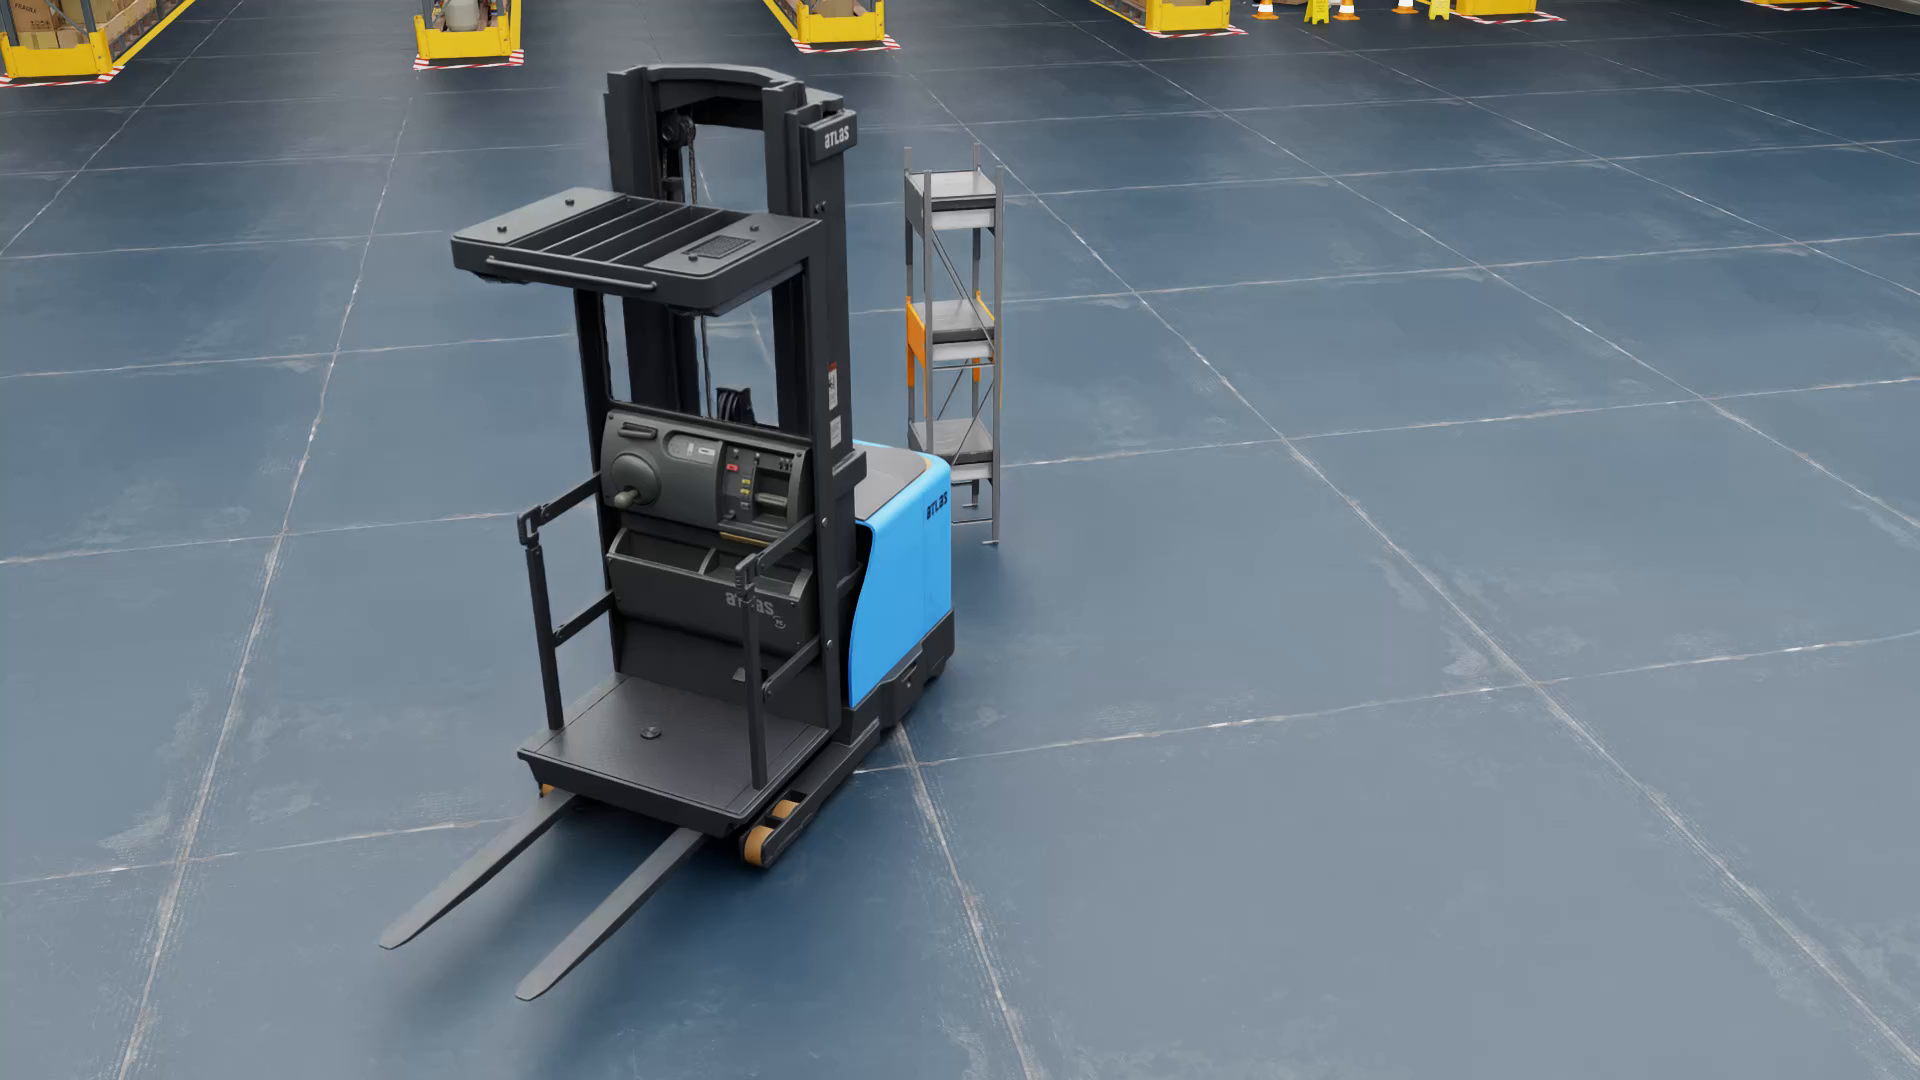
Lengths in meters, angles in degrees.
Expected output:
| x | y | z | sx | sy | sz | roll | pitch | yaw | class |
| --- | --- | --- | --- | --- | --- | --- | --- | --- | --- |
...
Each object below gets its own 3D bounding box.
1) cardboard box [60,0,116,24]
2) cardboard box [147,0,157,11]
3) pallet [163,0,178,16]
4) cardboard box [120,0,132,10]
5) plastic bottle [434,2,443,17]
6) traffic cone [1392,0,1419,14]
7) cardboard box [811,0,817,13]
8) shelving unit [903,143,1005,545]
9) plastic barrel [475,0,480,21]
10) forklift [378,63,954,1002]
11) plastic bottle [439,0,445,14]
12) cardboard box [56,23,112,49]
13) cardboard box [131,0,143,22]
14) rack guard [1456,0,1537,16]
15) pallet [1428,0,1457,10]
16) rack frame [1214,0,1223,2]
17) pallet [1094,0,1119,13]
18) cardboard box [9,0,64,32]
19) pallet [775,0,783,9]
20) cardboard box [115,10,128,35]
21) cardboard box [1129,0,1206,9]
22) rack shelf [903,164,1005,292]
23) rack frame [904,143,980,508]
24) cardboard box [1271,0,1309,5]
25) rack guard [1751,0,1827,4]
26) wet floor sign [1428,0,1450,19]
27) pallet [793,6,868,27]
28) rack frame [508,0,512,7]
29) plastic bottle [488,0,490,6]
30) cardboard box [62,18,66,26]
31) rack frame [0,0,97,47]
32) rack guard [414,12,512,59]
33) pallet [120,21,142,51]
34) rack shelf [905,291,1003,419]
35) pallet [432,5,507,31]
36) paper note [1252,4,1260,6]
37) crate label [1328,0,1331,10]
| x | y | z | sx | sy | sz | roll | pitch | yaw | class |
| --- | --- | --- | --- | --- | --- | --- | --- | --- | --- |
| -11.290 | -6.974 | 21.492 | 0.500 | 0.500 | 0.500 | -6 | 27 | -12 | cardboard box |
| -11.856 | -7.737 | 23.835 | 0.500 | 0.250 | 0.500 | -6 | 27 | -12 | cardboard box |
| -12.377 | -8.033 | 24.931 | 1.003 | 0.211 | 1.213 | -6 | 27 | -12 | pallet |
| -11.511 | -7.414 | 22.363 | 0.500 | 0.500 | 0.500 | -6 | 27 | -12 | cardboard box |
| -7.286 | -7.412 | 23.224 | 0.097 | 0.201 | 0.097 | 0 | 27 | 0 | plastic bottle |
| 6.682 | -8.138 | 24.860 | 0.336 | 0.463 | 0.334 | -6 | 27 | -12 | traffic cone |
| -1.912 | -7.813 | 23.708 | 0.500 | 0.500 | 0.500 | 1 | 27 | 2 | cardboard box |
| -0.037 | -1.010 | 8.921 | 0.431 | 2.100 | 0.503 | -6 | 27 | -12 | shelving unit |
| -6.781 | -7.282 | 22.642 | 0.421 | 0.512 | 0.421 | 0 | 27 | 0 | plastic barrel |
| -1.117 | -0.223 | 6.439 | 1.130 | 2.935 | 3.031 | 12 | 29 | 23 | forklift |
| -7.316 | -7.559 | 23.432 | 0.152 | 0.276 | 0.135 | -6 | 27 | -11 | plastic bottle |
| -11.176 | -6.420 | 21.226 | 0.500 | 0.250 | 0.500 | -6 | 27 | -12 | cardboard box |
| -11.626 | -7.298 | 22.966 | 0.500 | 0.250 | 0.500 | -6 | 27 | -12 | cardboard box |
| 8.019 | -8.130 | 24.803 | 1.175 | 0.500 | 0.348 | -6 | 27 | -12 | rack guard |
| 7.870 | -8.362 | 25.582 | 1.003 | 0.211 | 1.213 | -6 | 27 | -12 | pallet |
| 3.236 | -8.666 | 23.090 | 1.000 | 3.000 | 0.127 | -6 | 27 | -12 | rack frame |
| 2.708 | -8.298 | 25.457 | 1.003 | 0.211 | 1.213 | -6 | 27 | -12 | pallet |
| -11.682 | -6.702 | 20.953 | 0.500 | 0.500 | 0.500 | -6 | 27 | -12 | cardboard box |
| -2.335 | -8.426 | 25.710 | 1.003 | 0.211 | 1.213 | -6 | 27 | -12 | pallet |
| -11.404 | -6.859 | 22.095 | 0.500 | 0.250 | 0.500 | -6 | 27 | -12 | cardboard box |
| 3.019 | -8.196 | 24.051 | 0.875 | 0.875 | 0.875 | -6 | 27 | -11 | cardboard box |
| -0.037 | -1.623 | 8.612 | 0.431 | 0.518 | 0.480 | -6 | 27 | -12 | rack shelf |
| -0.092 | -1.117 | 9.133 | 0.400 | 2.100 | 0.015 | -6 | 27 | -12 | rack frame |
| 5.173 | -8.612 | 25.755 | 0.637 | 0.503 | 0.797 | 19 | 32 | 32 | cardboard box |
| 12.876 | -8.592 | 25.718 | 1.175 | 0.500 | 0.348 | -6 | 27 | -12 | rack guard |
| 7.036 | -7.970 | 24.324 | 0.267 | 0.644 | 0.232 | 3 | 27 | 6 | wet floor sign |
| -1.785 | -7.355 | 23.588 | 1.003 | 0.211 | 1.213 | -6 | 27 | -12 | pallet |
| -7.346 | -9.460 | 24.663 | 1.000 | 3.000 | 0.127 | -6 | 27 | -12 | rack frame |
| -6.772 | -7.889 | 24.085 | 0.152 | 0.276 | 0.135 | -5 | 27 | -11 | plastic bottle |
| -11.805 | -6.586 | 21.555 | 0.500 | 0.250 | 0.500 | -6 | 27 | -12 | cardboard box |
| -11.272 | -7.202 | 20.190 | 1.000 | 3.000 | 0.127 | -6 | 27 | -12 | rack frame |
| -6.508 | -6.616 | 21.803 | 1.175 | 0.500 | 0.348 | -6 | 27 | -12 | rack guard |
| -11.756 | -6.823 | 22.534 | 1.003 | 0.211 | 1.213 | -6 | 27 | -12 | pallet |
| -0.037 | -0.998 | 8.927 | 0.431 | 0.518 | 0.480 | -6 | 27 | -12 | rack shelf |
| -6.957 | -7.379 | 23.635 | 1.003 | 0.211 | 1.213 | -6 | 27 | -12 | pallet |
| 4.546 | -8.182 | 25.429 | 0.144 | 0.017 | 0.142 | 3 | 27 | 6 | paper note |
| 5.440 | -8.069 | 25.086 | 0.250 | 0.136 | 0.298 | -23 | 35 | -38 | crate label |
